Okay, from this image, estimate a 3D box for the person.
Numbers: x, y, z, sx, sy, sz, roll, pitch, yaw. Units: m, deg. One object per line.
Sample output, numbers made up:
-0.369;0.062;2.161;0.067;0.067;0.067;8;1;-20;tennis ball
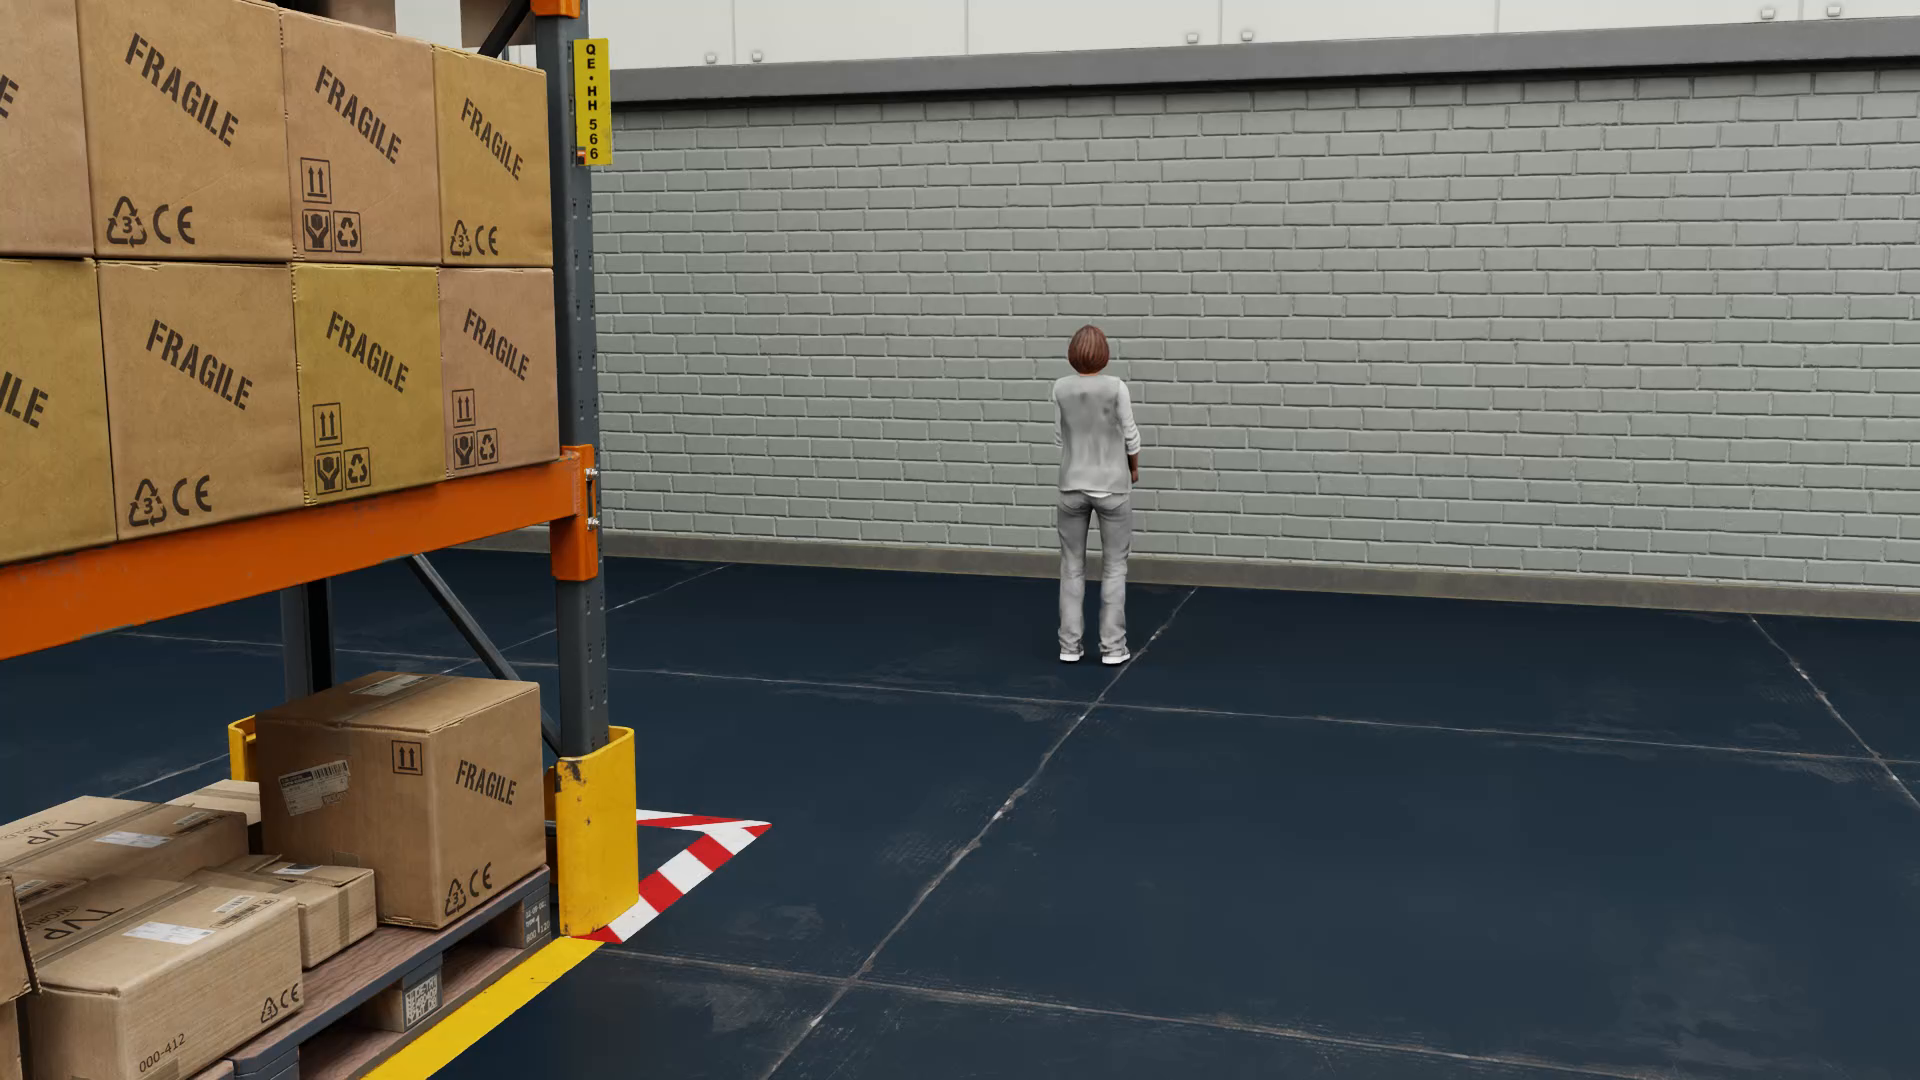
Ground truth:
0.615;-0.214;7.801;0.485;1.594;0.341;2;9;13;person
